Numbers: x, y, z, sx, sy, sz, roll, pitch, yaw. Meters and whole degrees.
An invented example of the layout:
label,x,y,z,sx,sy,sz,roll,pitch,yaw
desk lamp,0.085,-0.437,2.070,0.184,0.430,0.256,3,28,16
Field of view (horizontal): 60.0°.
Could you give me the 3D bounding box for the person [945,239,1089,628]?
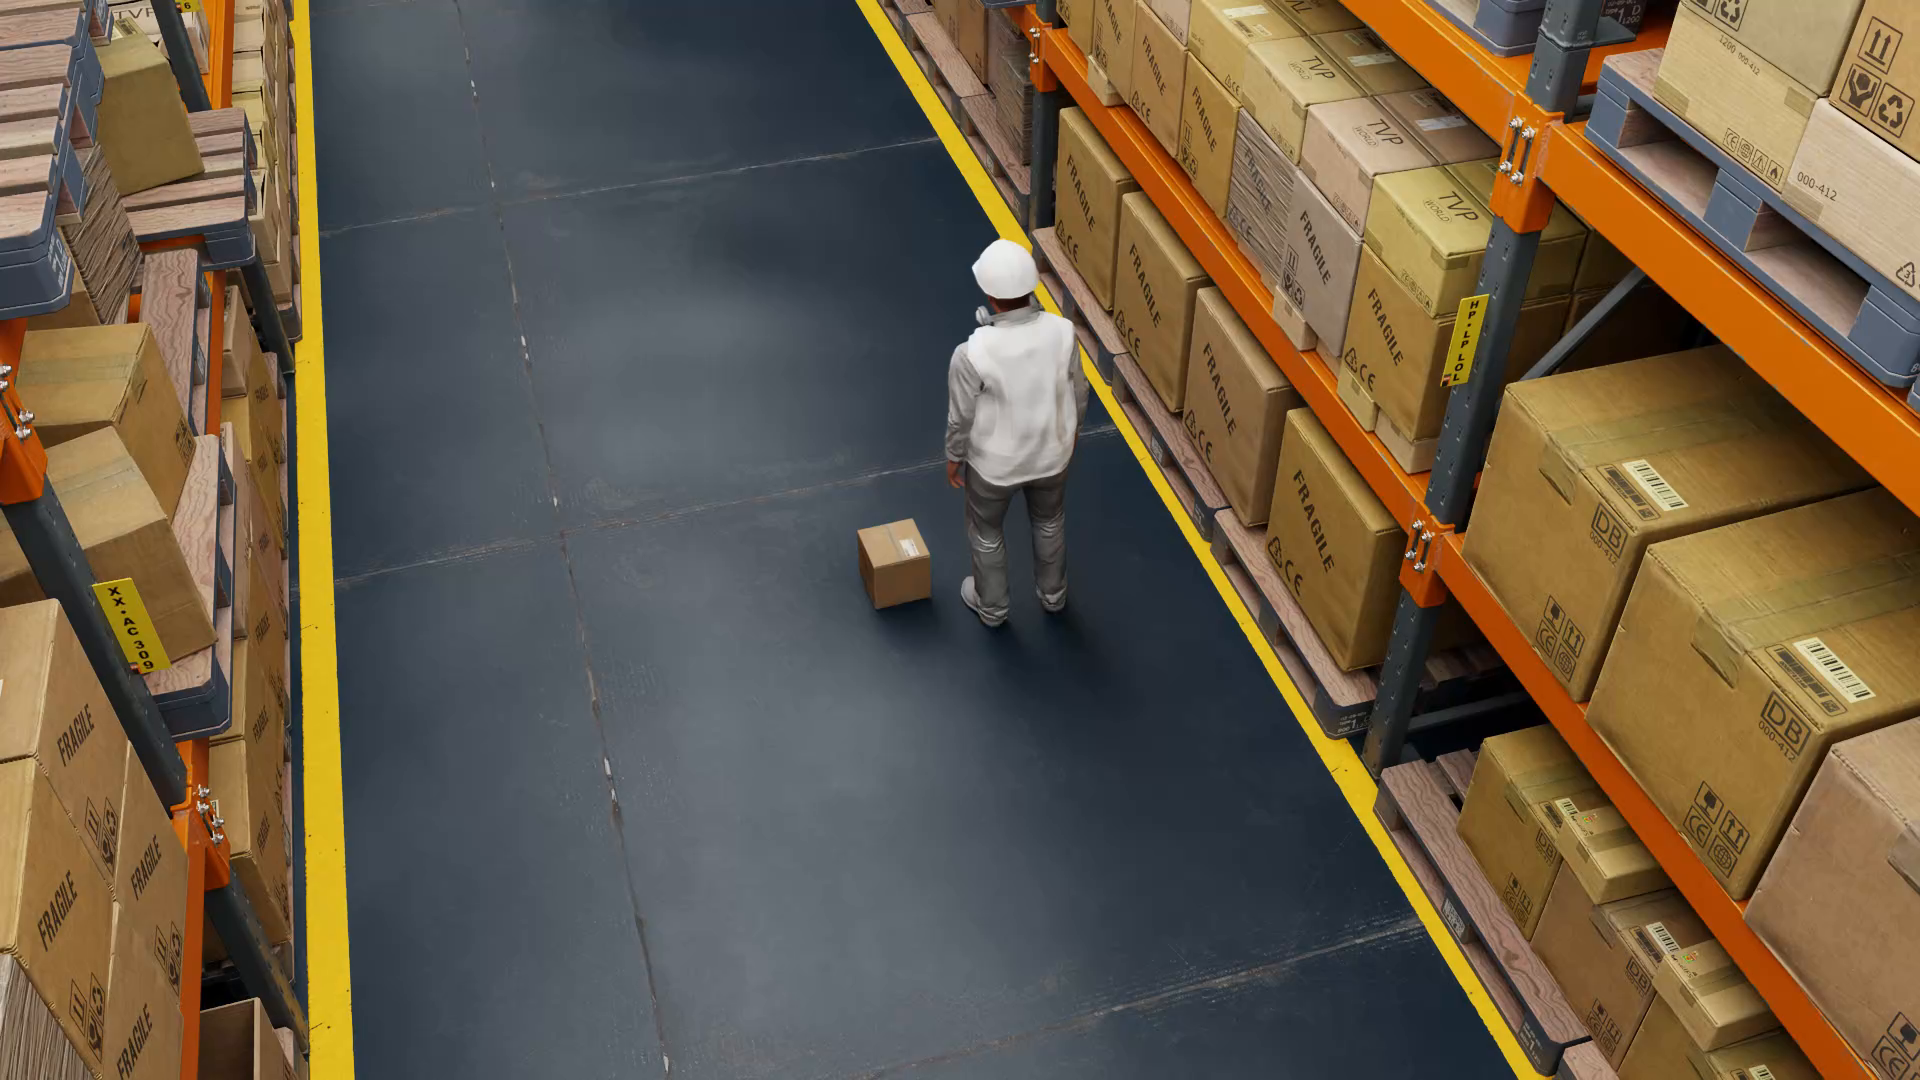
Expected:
label,x,y,z,sx,sy,sz,roll,pitch,yaw
person,0.215,-0.374,6.560,0.585,1.767,0.463,-13,44,-14
